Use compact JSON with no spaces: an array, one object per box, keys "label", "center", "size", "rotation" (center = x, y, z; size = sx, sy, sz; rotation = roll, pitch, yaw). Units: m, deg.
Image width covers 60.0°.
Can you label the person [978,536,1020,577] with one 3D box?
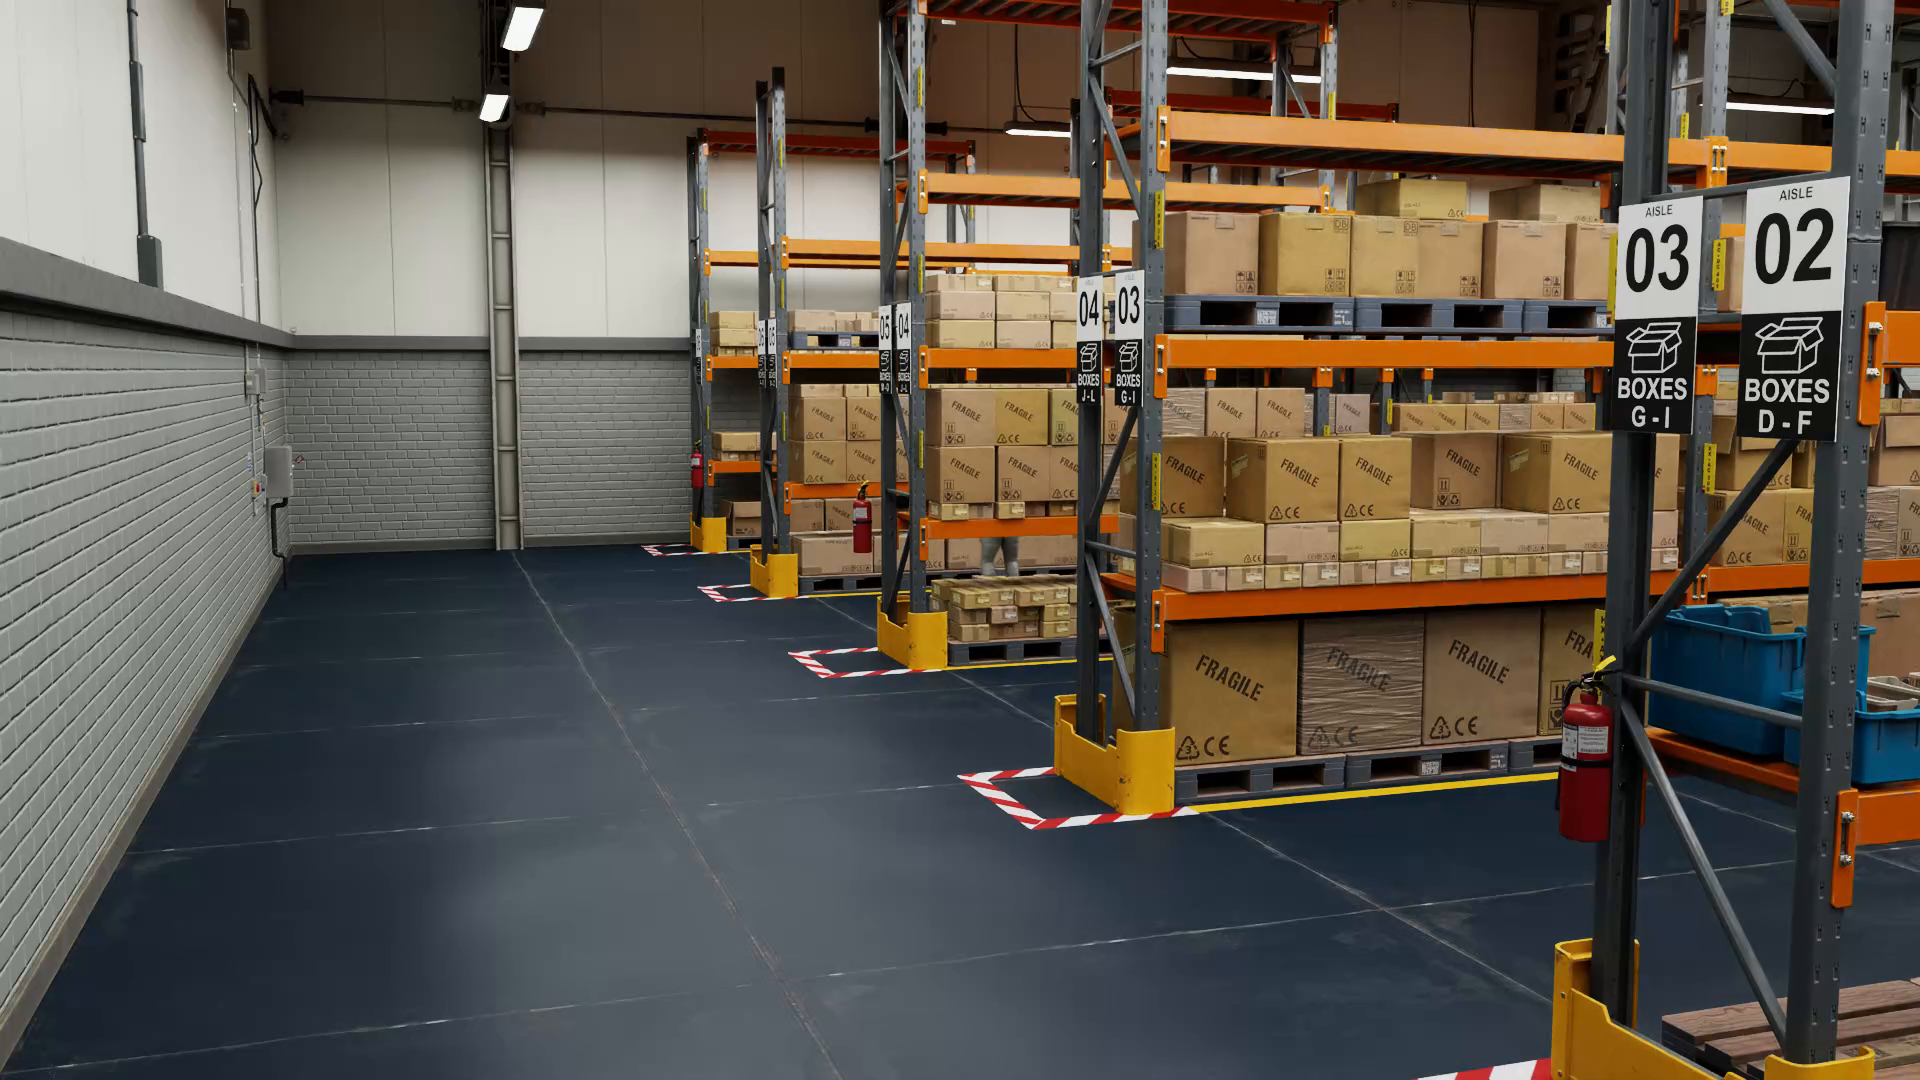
[{"label":"person","center":[0.425,-0.089,18.647],"size":[0.489,1.633,0.452],"rotation":[-2,6,-17]}]
